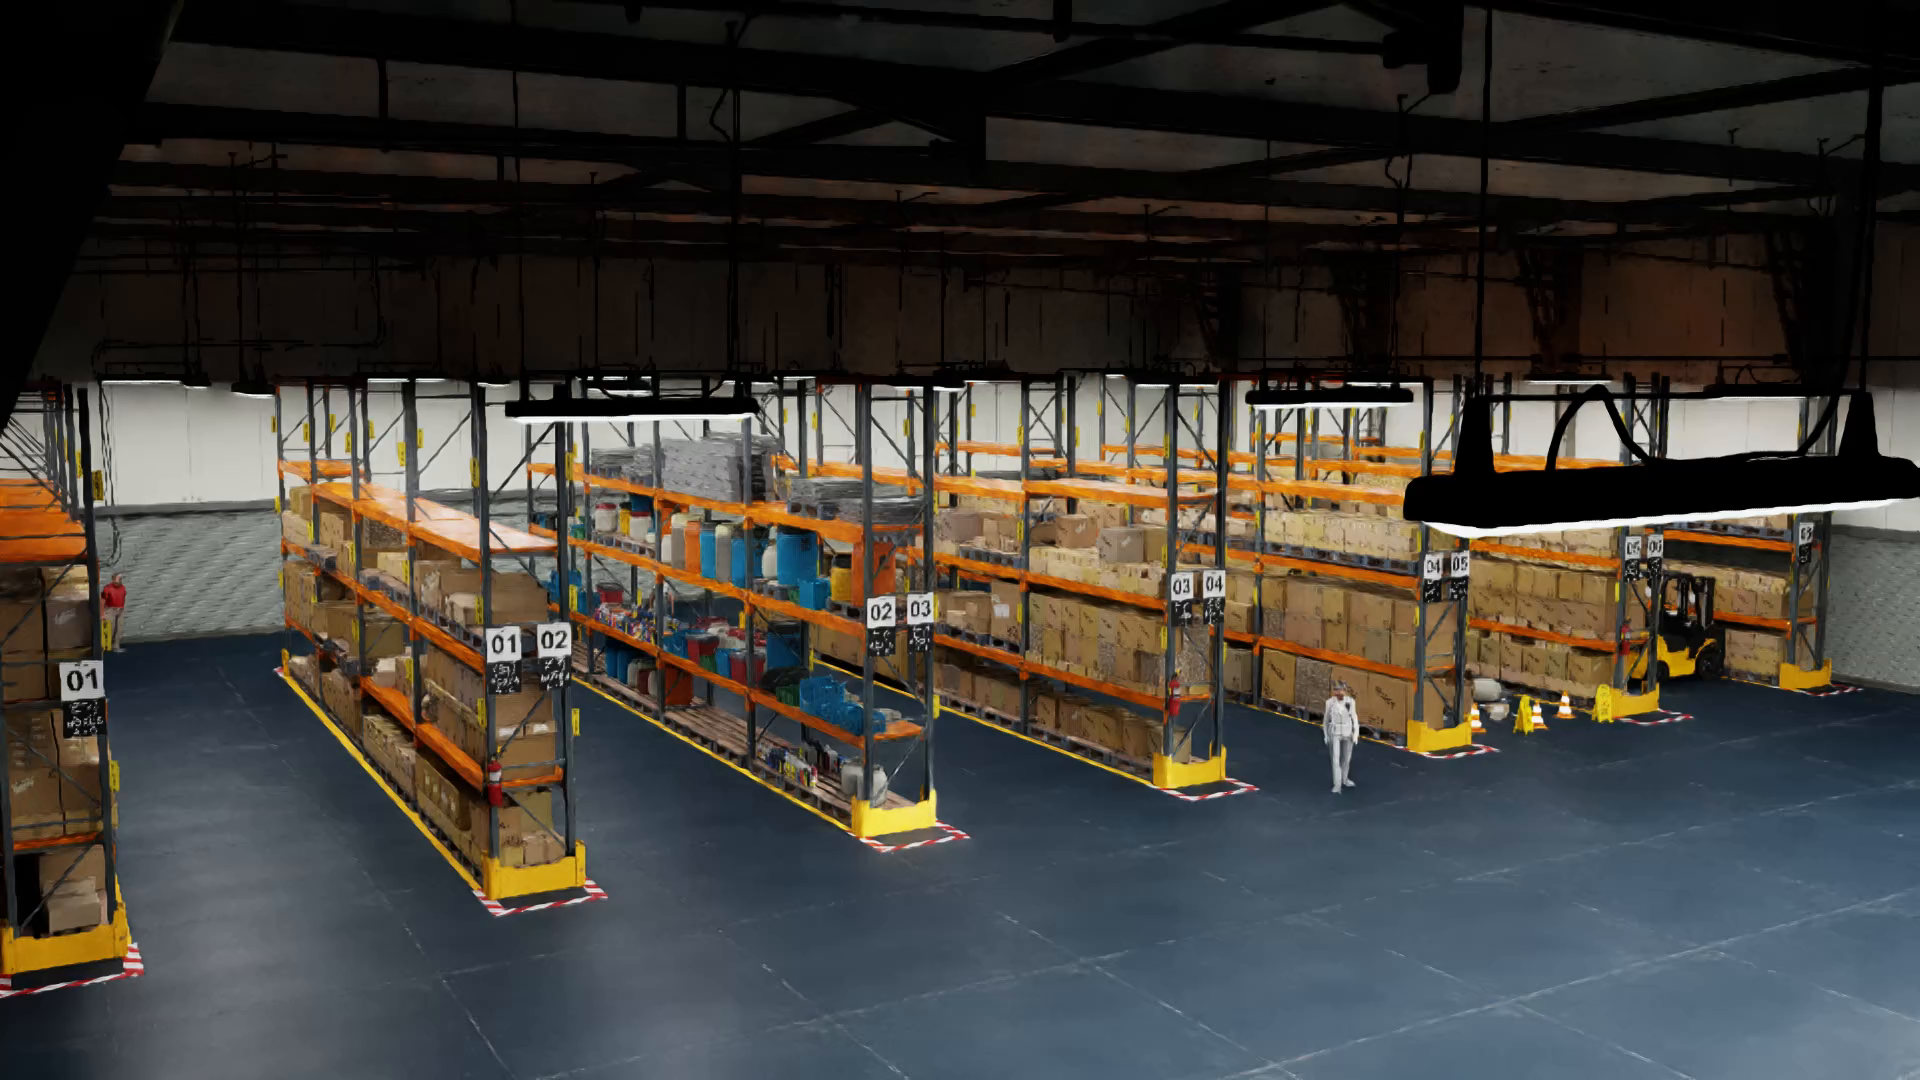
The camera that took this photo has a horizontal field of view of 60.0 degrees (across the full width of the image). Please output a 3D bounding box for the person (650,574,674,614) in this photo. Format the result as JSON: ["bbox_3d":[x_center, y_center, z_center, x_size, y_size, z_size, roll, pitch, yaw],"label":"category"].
[{"bbox_3d":[-6.608,1.488,36.916,0.455,1.612,1.019,-4,7,-31],"label":"person"}]

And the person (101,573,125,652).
[{"bbox_3d":[-18.302,1.561,35.855,0.561,1.716,0.600,3,7,23],"label":"person"}]

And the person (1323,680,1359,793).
[{"bbox_3d":[5.589,2.843,24.422,0.513,1.665,0.545,1,6,7],"label":"person"}]
